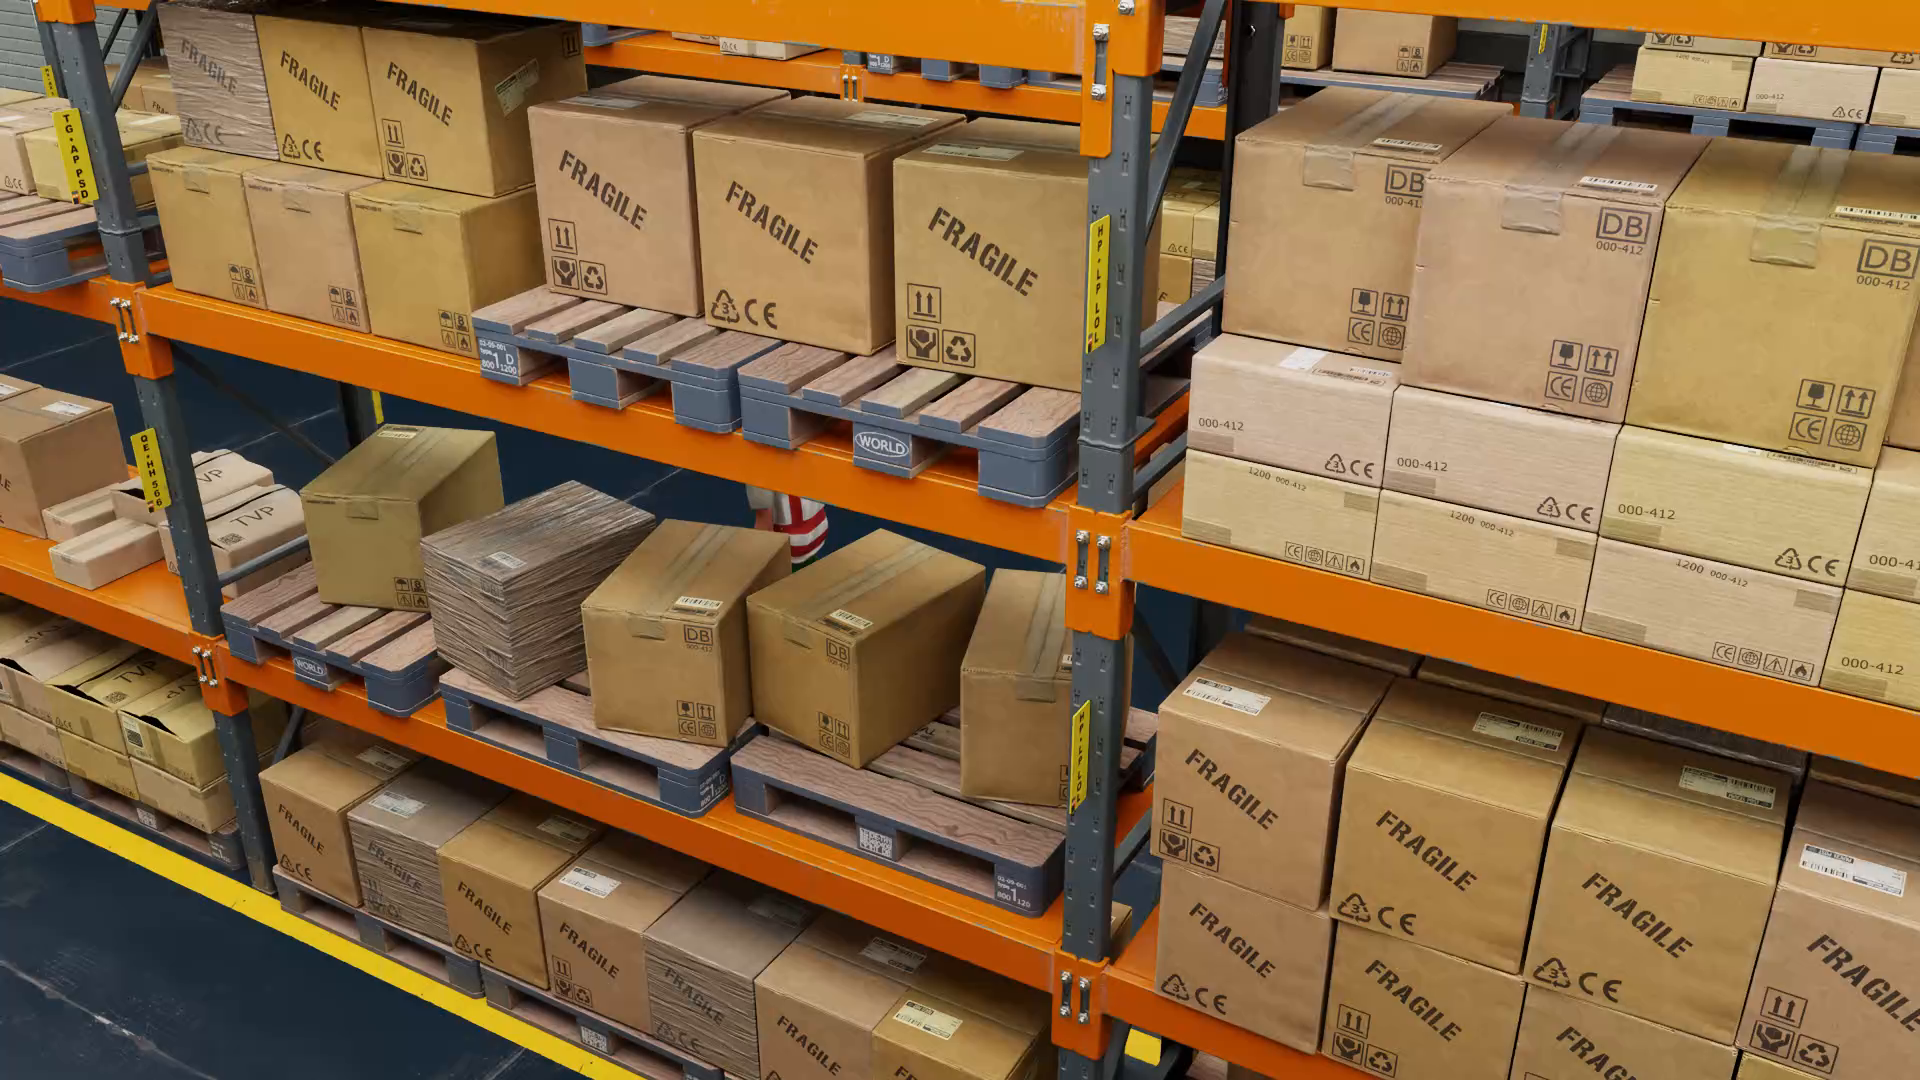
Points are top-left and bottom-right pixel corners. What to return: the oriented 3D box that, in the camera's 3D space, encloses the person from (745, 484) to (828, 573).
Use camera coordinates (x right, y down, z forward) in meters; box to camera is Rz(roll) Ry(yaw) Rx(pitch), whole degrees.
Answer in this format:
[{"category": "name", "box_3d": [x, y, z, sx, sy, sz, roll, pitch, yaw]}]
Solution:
[{"category": "person", "box_3d": [-0.919, 0.025, 8.547, 0.452, 1.778, 0.613, 12, 29, 23]}]
